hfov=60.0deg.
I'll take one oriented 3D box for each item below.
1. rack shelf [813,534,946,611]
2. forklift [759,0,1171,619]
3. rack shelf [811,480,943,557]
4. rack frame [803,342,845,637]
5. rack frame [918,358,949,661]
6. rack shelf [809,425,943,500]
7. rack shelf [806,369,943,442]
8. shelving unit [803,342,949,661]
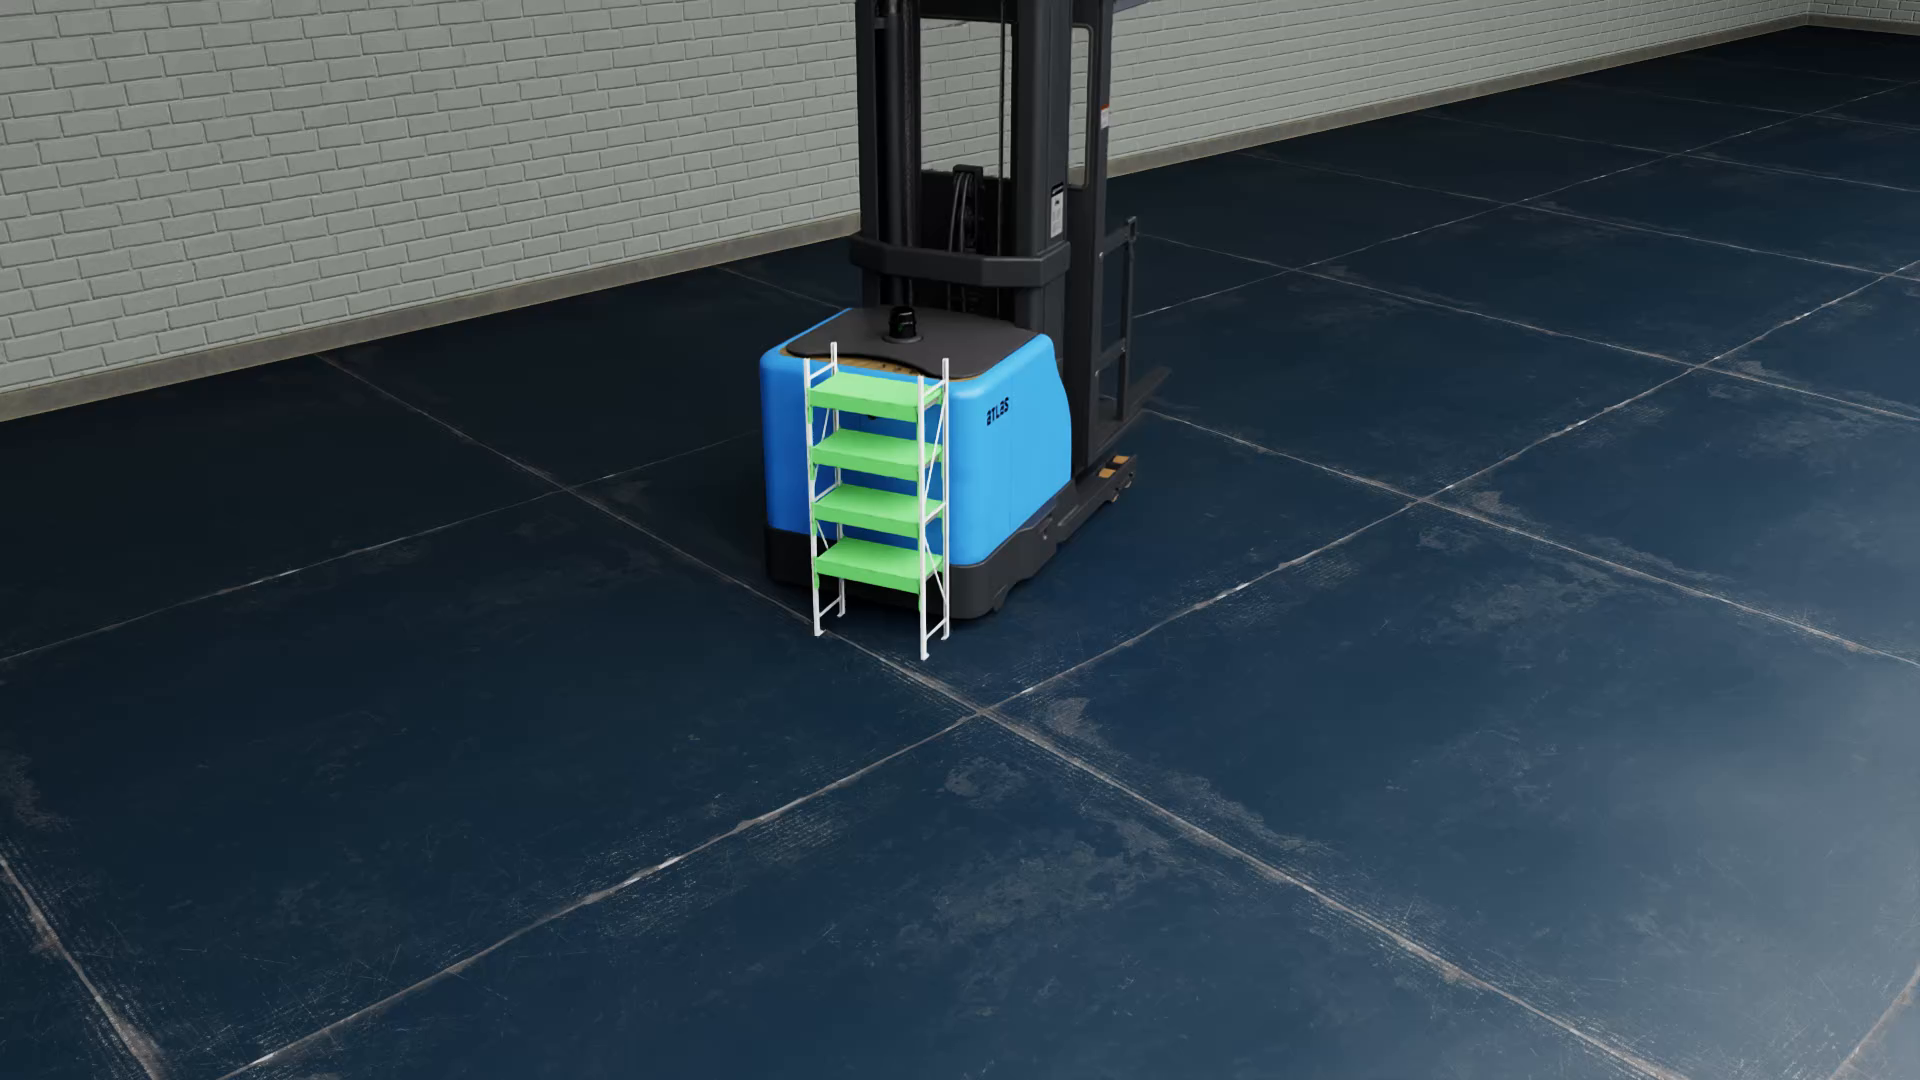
[{"bbox_3d":[-0.323,0.128,6.756,0.480,0.148,0.258,11,27,22],"label":"rack shelf"},{"bbox_3d":[0.237,-1.588,7.699,1.130,2.935,3.031,11,27,23],"label":"forklift"},{"bbox_3d":[-0.323,-0.090,6.657,0.480,0.148,0.258,11,27,22],"label":"rack shelf"},{"bbox_3d":[-0.545,-0.191,6.723,0.015,1.200,0.240,11,27,22],"label":"rack frame"},{"bbox_3d":[-0.101,-0.106,6.537,0.015,1.200,0.240,11,27,22],"label":"rack frame"},{"bbox_3d":[-0.323,-0.309,6.557,0.480,0.148,0.258,11,27,22],"label":"rack shelf"},{"bbox_3d":[-0.323,-0.527,6.457,0.480,0.148,0.258,11,27,22],"label":"rack shelf"},{"bbox_3d":[-0.323,-0.149,6.630,0.503,1.200,0.258,11,27,22],"label":"shelving unit"}]
